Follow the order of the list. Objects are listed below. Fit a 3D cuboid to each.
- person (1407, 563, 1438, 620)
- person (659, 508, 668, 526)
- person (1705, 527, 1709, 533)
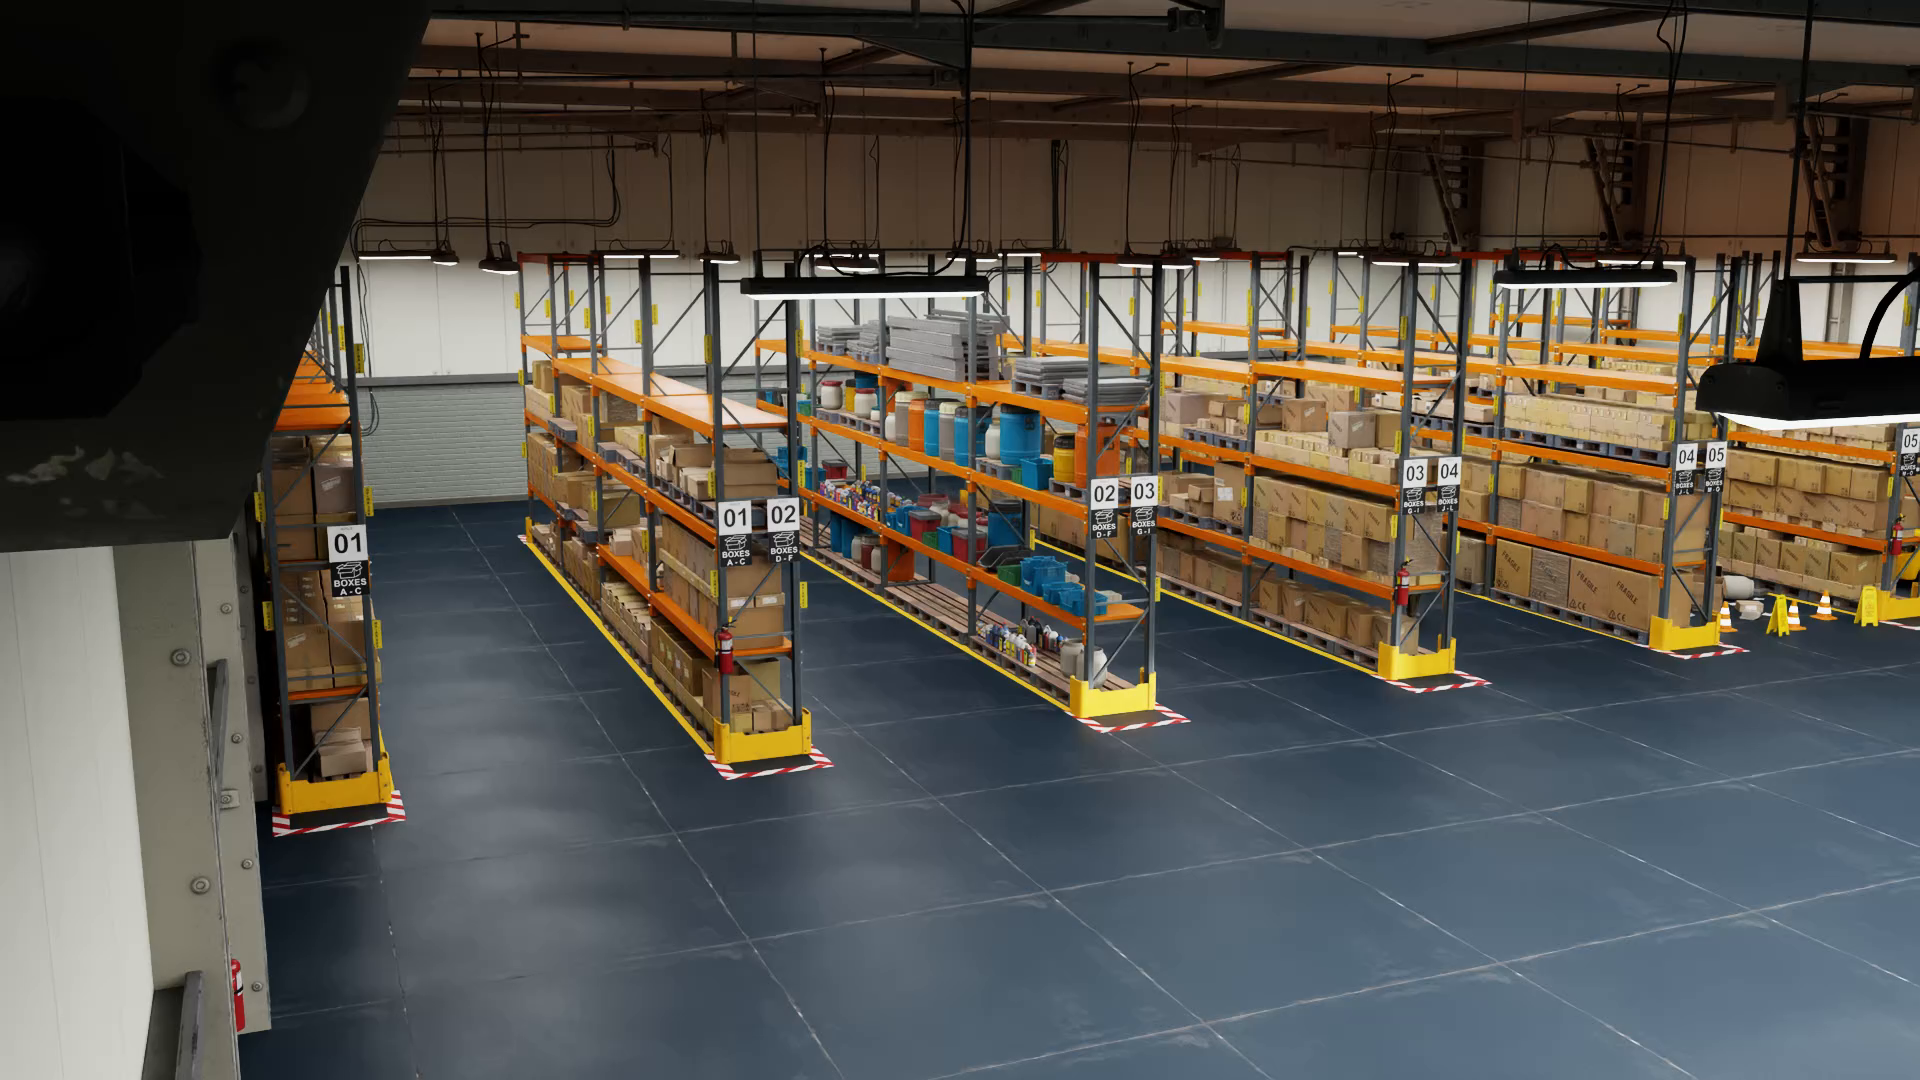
[{"bbox_3d":[7.560,0.490,27.528,0.651,1.826,0.659,-1,10,-7],"label":"person"},{"bbox_3d":[-5.998,-0.593,33.380,0.605,1.768,0.486,6,12,28],"label":"person"},{"bbox_3d":[15.868,-0.922,35.752,0.406,1.615,0.628,-8,13,-36],"label":"person"}]
